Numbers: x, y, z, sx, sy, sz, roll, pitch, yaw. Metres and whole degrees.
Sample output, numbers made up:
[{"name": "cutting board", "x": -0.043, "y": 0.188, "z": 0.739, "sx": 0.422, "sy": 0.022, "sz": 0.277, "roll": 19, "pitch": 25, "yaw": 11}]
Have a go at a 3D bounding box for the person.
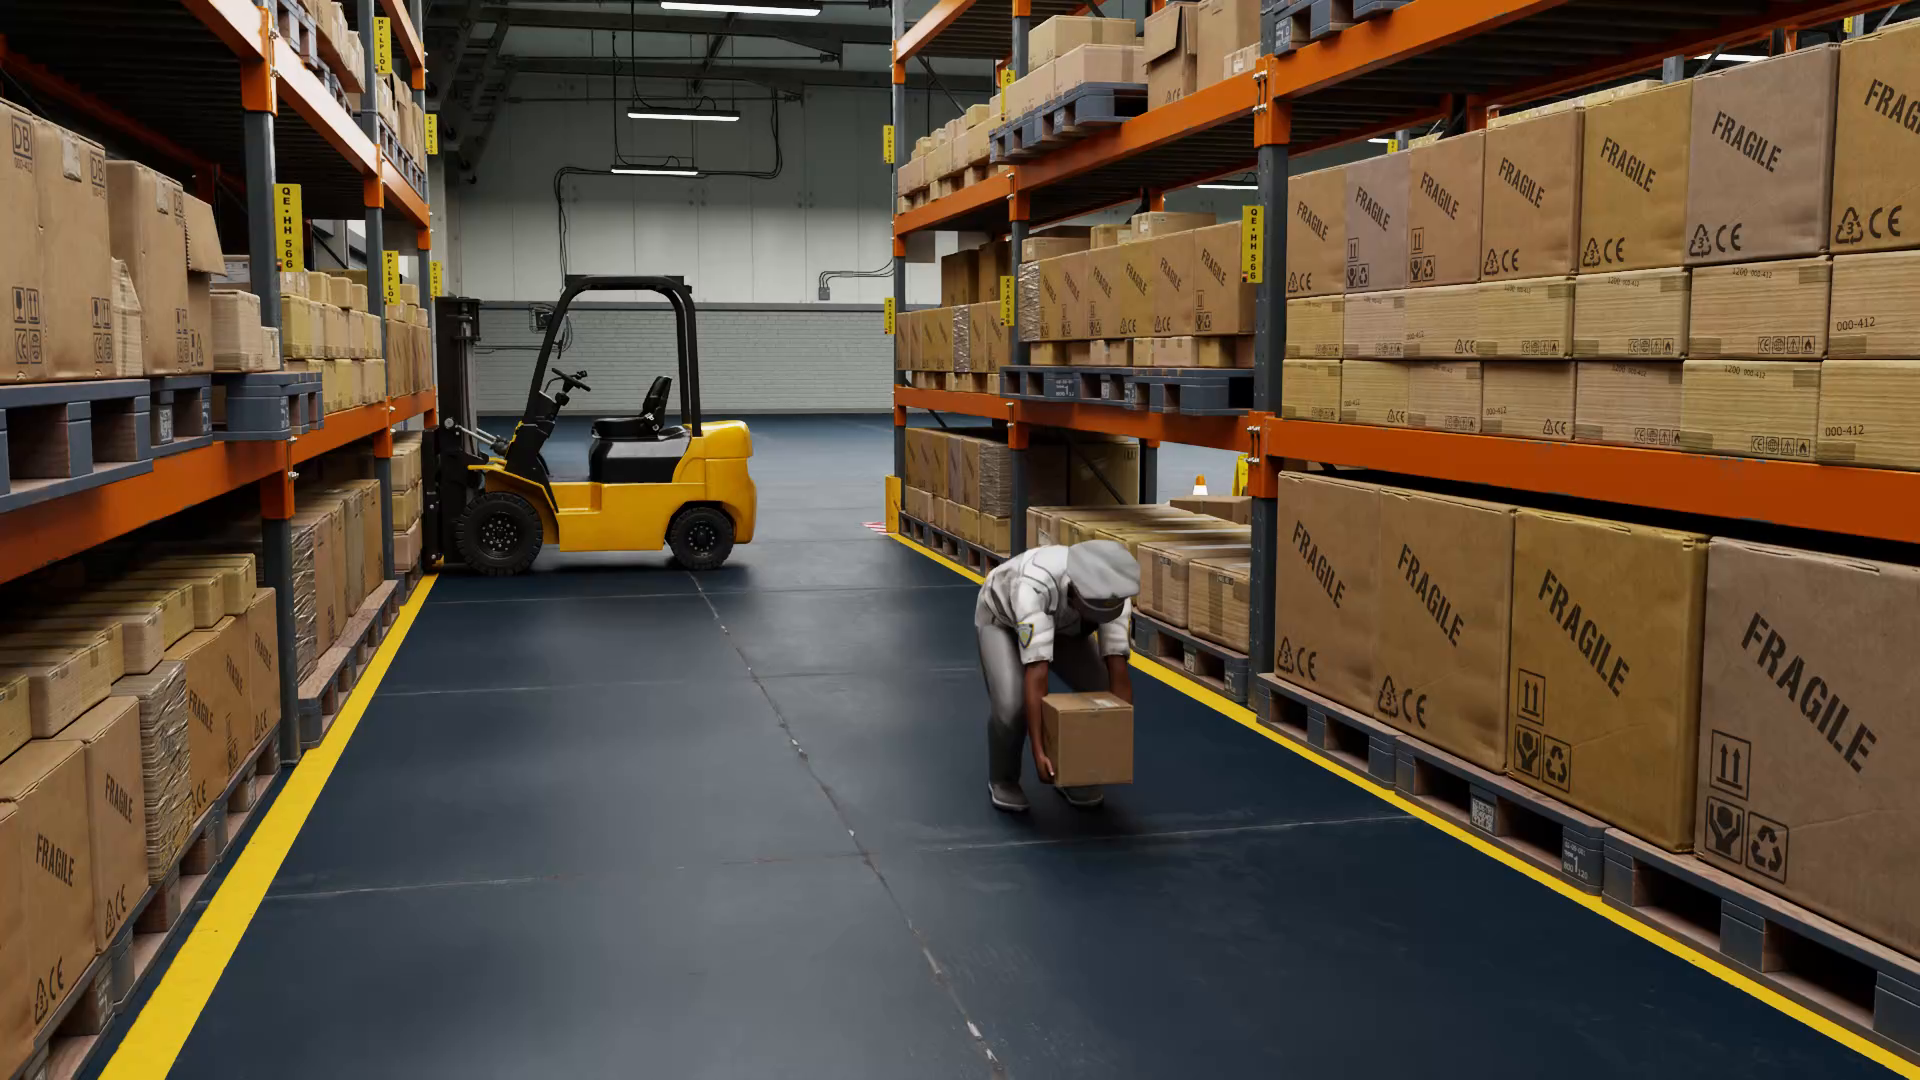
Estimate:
[{"name": "person", "x": 0.340, "y": 0.456, "z": 5.673, "sx": 0.471, "sy": 0.981, "sz": 0.921, "roll": -2, "pitch": 6, "yaw": -16}]
